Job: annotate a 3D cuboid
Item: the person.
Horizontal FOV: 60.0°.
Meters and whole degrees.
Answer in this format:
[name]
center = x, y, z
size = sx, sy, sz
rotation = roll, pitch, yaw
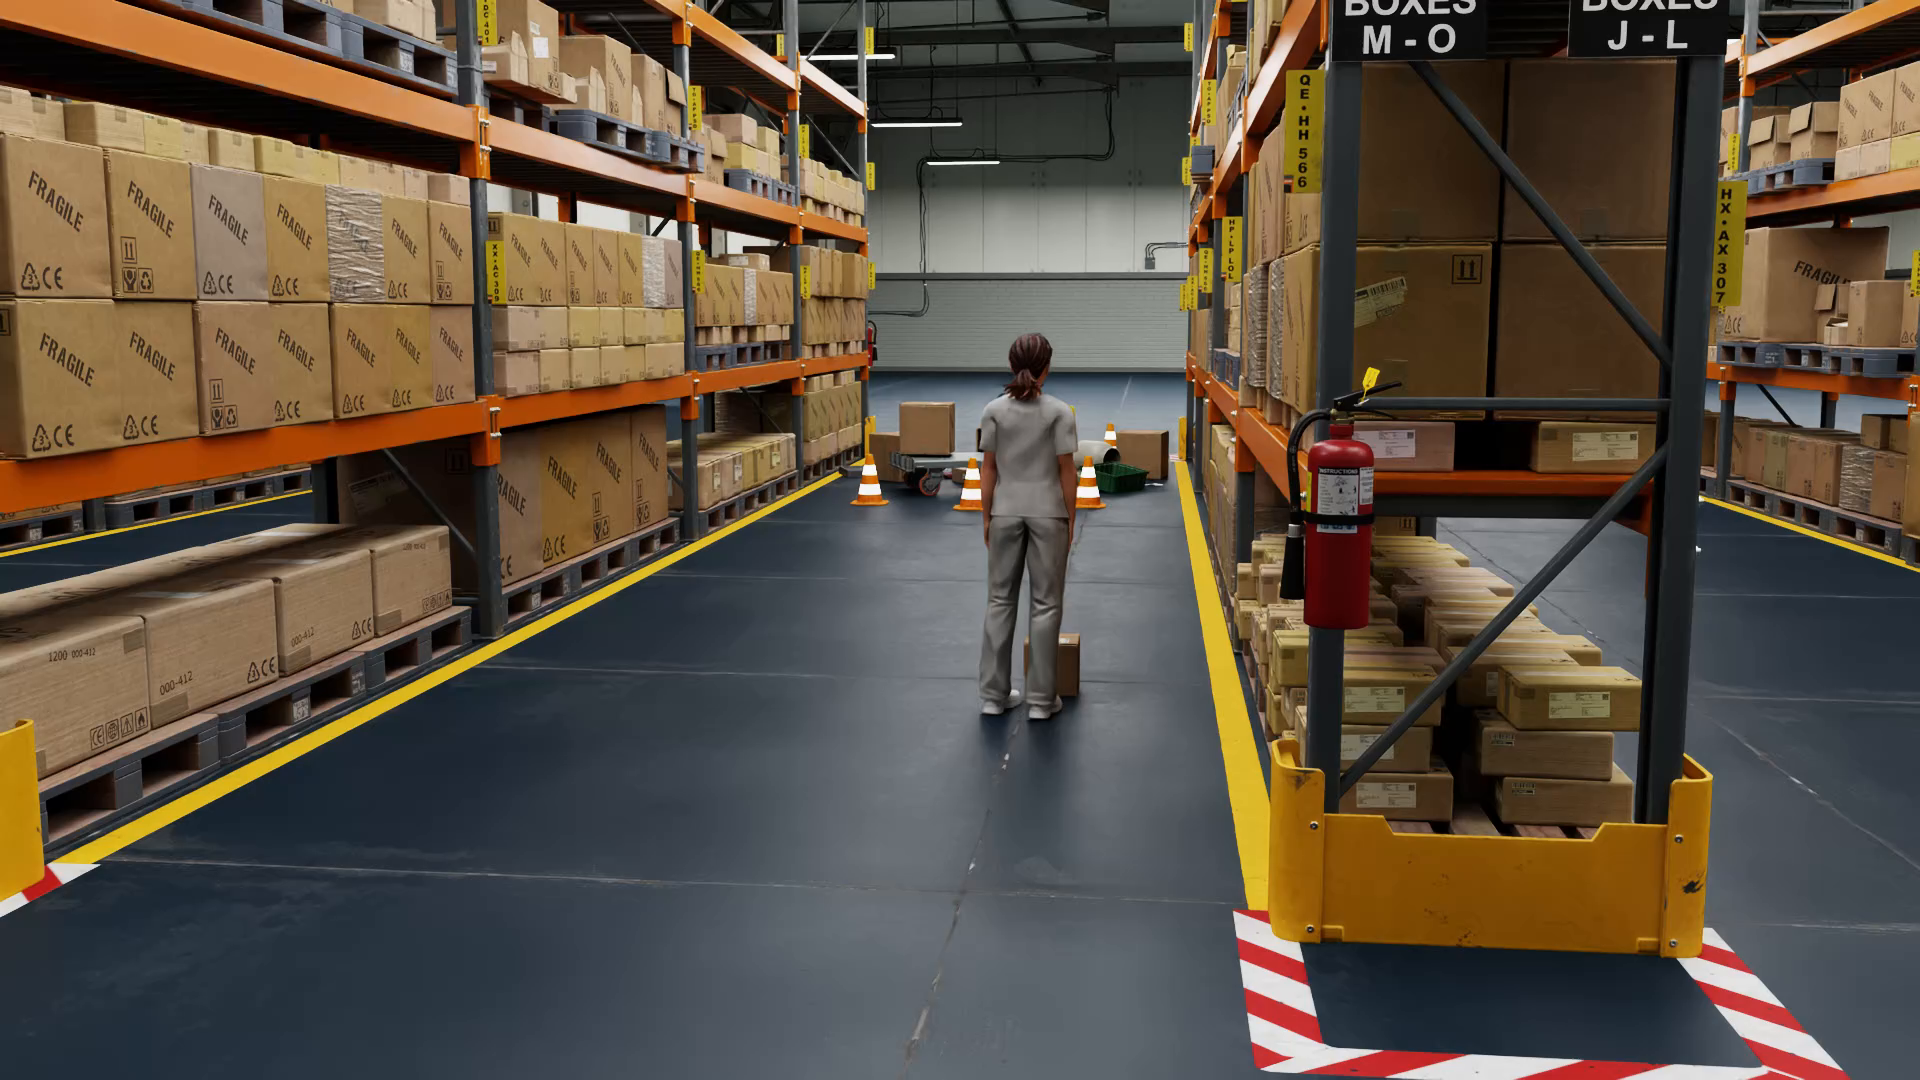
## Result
[person]
center = 0.303, -0.061, 7.255
size = 0.438, 1.671, 0.385
rotation = 2, 8, 16
